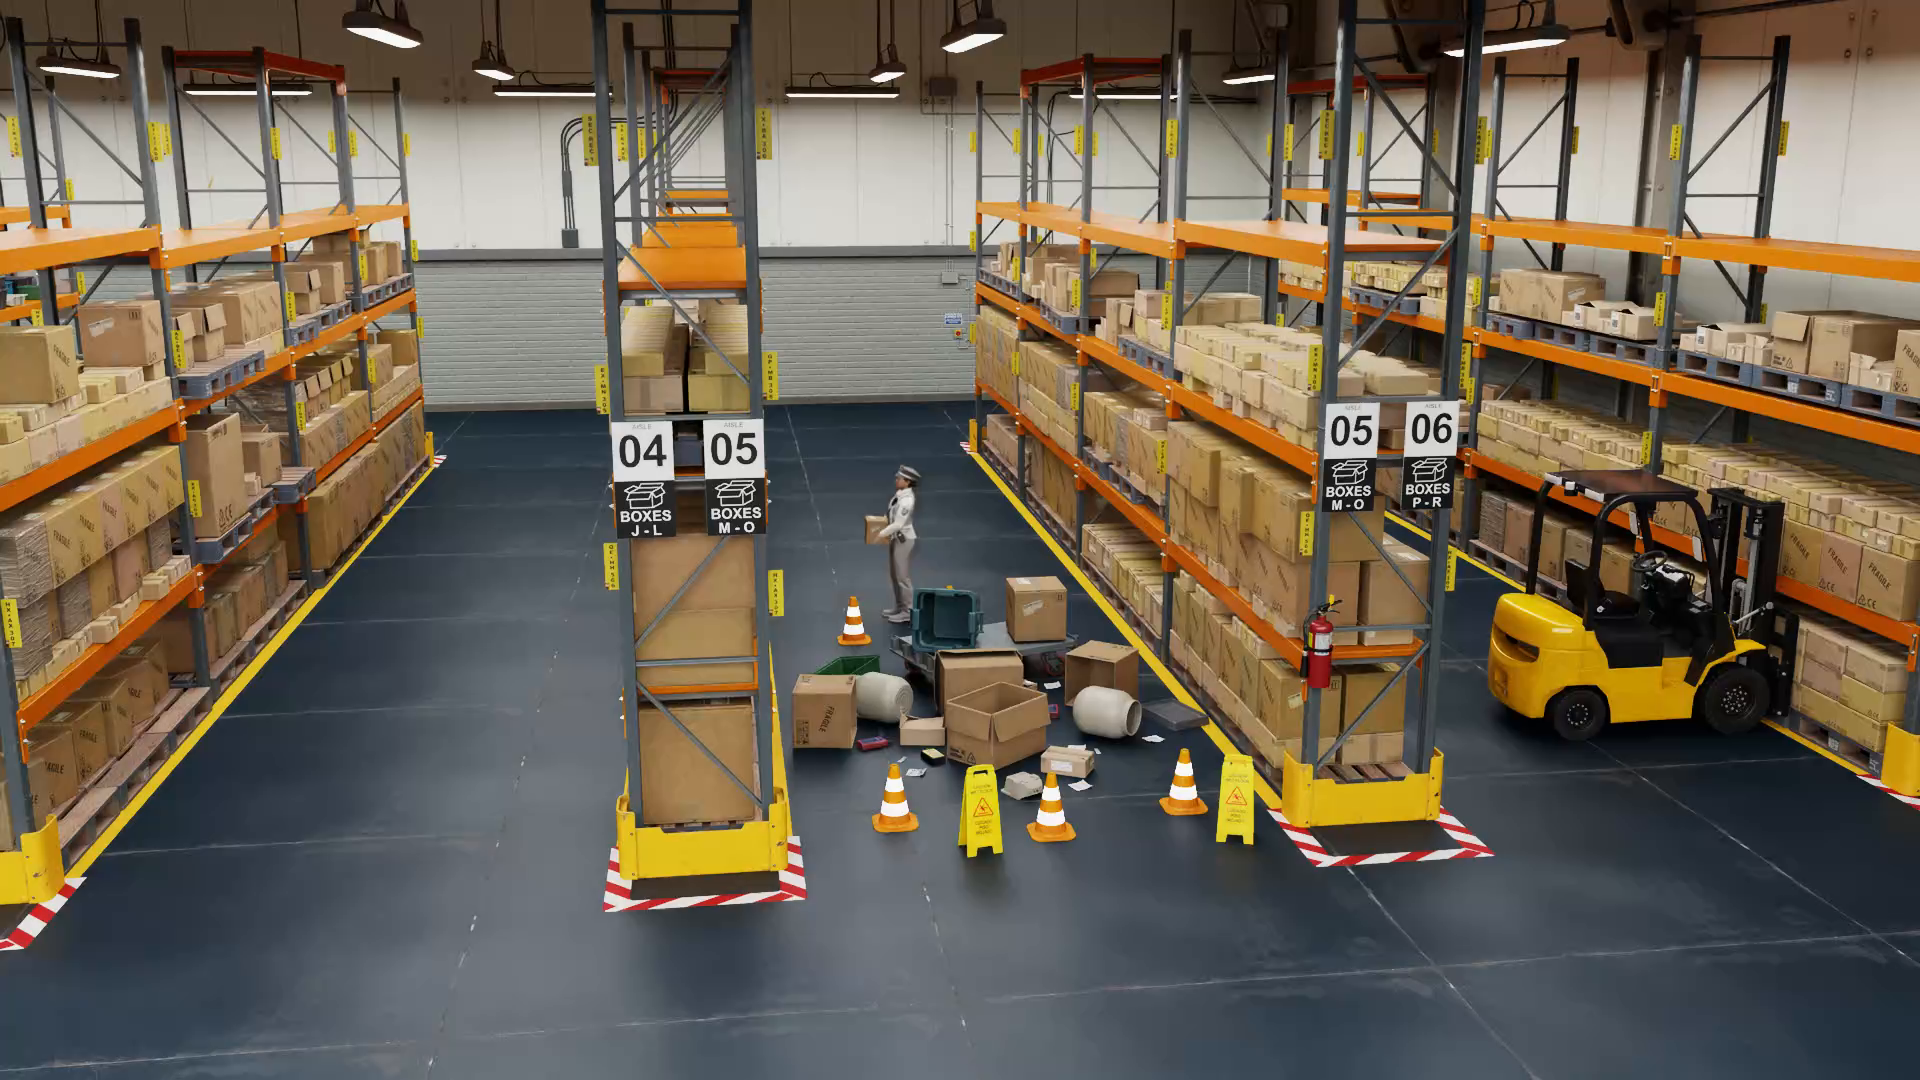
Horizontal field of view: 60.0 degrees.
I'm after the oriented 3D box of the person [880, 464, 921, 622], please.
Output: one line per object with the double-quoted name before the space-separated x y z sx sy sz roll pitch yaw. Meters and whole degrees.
"person" -0.692 0.019 17.830 0.554 1.695 0.467 -1 13 -6
